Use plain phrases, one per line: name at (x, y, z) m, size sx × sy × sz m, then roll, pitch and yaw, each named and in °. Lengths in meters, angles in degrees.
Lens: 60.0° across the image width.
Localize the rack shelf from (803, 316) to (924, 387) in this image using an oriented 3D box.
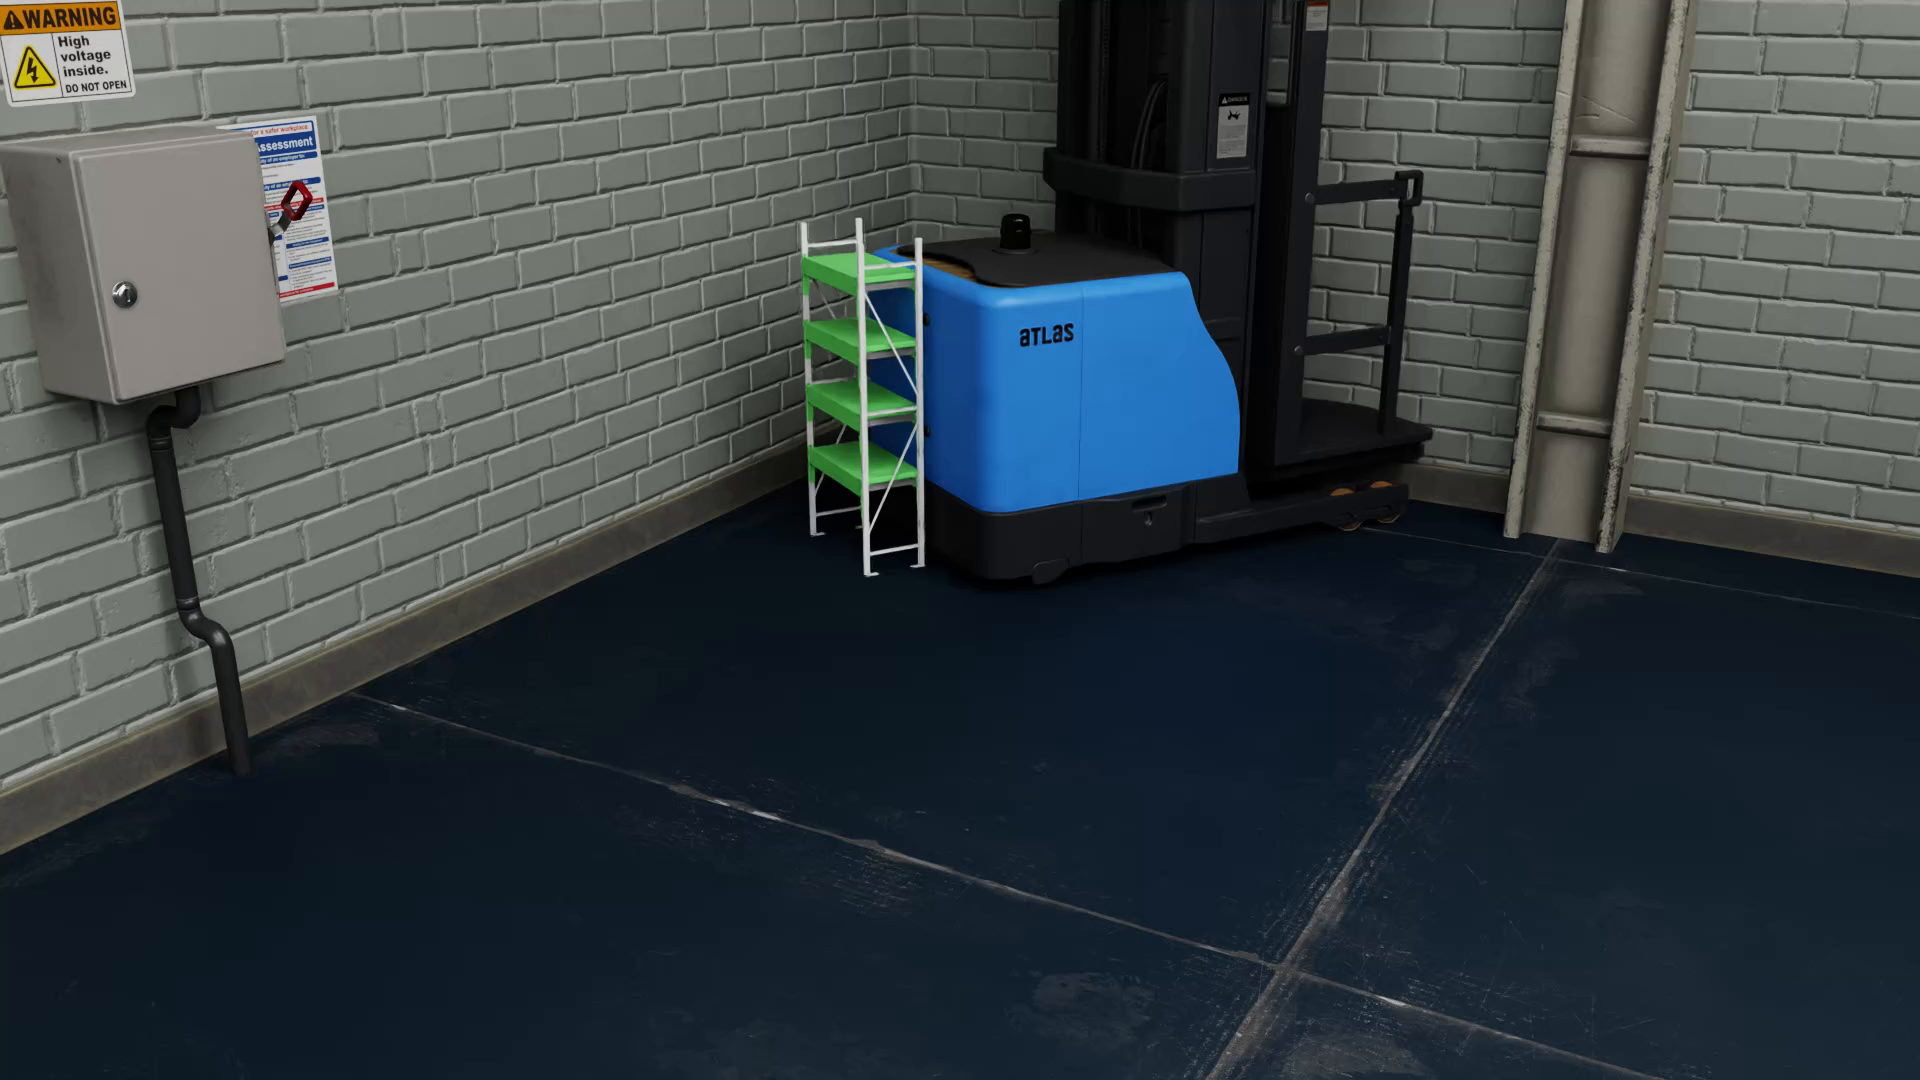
rack shelf at (-0.354, -0.689, 5.990) m, size 0.258 × 0.148 × 0.480 m, roll -10°, pitch 22°, yaw -26°

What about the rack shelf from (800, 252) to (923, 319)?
rack shelf at (-0.354, -0.915, 5.908) m, size 0.258 × 0.148 × 0.480 m, roll -10°, pitch 22°, yaw -26°

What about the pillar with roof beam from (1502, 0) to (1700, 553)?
pillar with roof beam at (0.237, -2.976, 1.374) m, size 0.400 × 9.000 × 9.100 m, roll 11°, pitch 23°, yaw 27°

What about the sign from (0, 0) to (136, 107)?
sign at (-2.157, -1.181, 4.010) m, size 0.001 × 0.242 × 0.339 m, roll 11°, pitch 23°, yaw 27°

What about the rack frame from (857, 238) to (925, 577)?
rack frame at (-0.239, -0.450, 5.847) m, size 0.240 × 1.200 × 0.015 m, roll -10°, pitch 22°, yaw -26°

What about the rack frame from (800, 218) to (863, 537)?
rack frame at (-0.468, -0.597, 6.252) m, size 0.240 × 1.200 × 0.015 m, roll -10°, pitch 22°, yaw -26°

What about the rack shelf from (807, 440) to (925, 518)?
rack shelf at (-0.354, -0.238, 6.154) m, size 0.258 × 0.148 × 0.480 m, roll -10°, pitch 22°, yaw -26°

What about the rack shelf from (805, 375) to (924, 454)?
rack shelf at (-0.354, -0.464, 6.072) m, size 0.258 × 0.148 × 0.480 m, roll -10°, pitch 22°, yaw -26°

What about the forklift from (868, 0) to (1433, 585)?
forklift at (1.185, -1.559, 6.364) m, size 3.031 × 2.935 × 1.130 m, roll -10°, pitch 22°, yaw -26°

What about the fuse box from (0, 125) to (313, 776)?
fuse box at (-1.949, -0.169, 4.321) m, size 0.414 × 1.711 × 0.539 m, roll 11°, pitch 23°, yaw 27°

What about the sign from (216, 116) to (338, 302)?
sign at (-1.889, -0.911, 4.618) m, size 0.001 × 0.494 × 0.329 m, roll 11°, pitch 23°, yaw 27°

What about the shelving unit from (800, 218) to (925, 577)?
shelving unit at (-0.354, -0.524, 6.050) m, size 0.258 × 1.200 × 0.503 m, roll -10°, pitch 22°, yaw -26°
